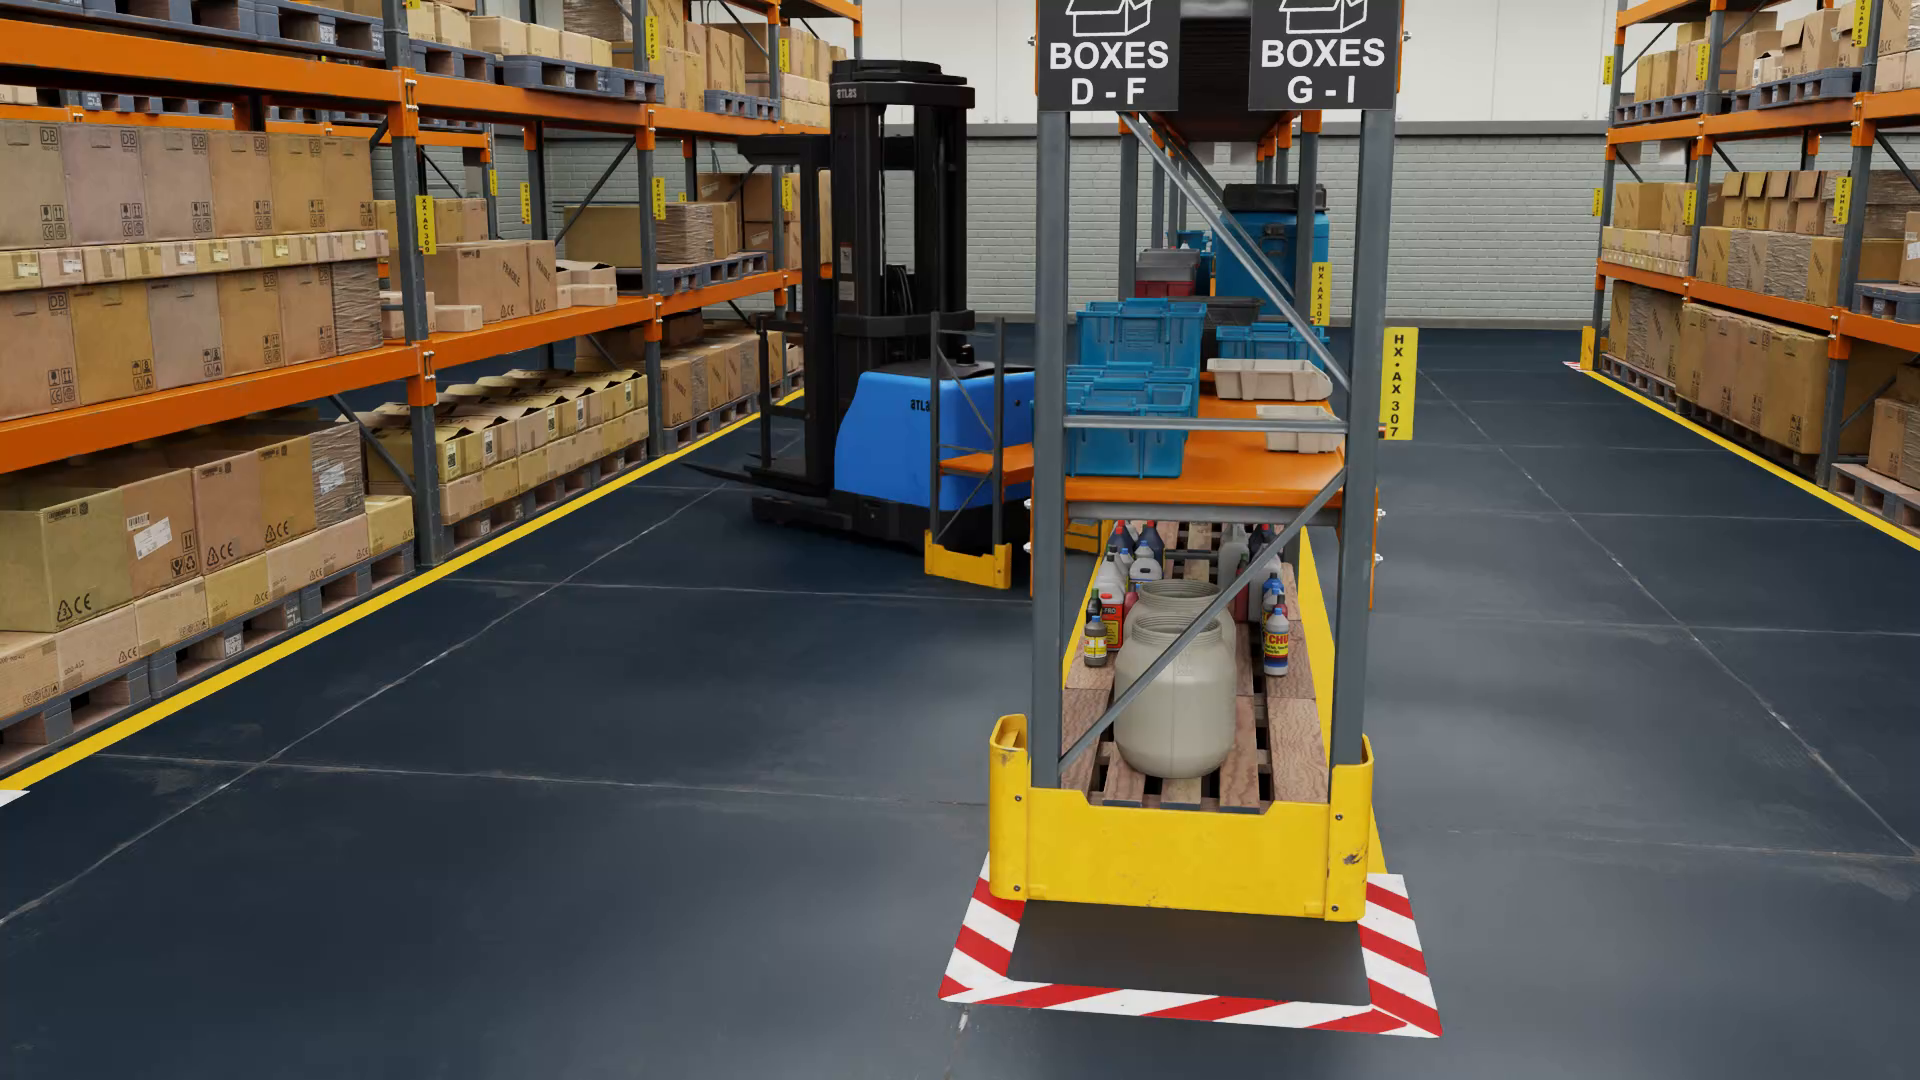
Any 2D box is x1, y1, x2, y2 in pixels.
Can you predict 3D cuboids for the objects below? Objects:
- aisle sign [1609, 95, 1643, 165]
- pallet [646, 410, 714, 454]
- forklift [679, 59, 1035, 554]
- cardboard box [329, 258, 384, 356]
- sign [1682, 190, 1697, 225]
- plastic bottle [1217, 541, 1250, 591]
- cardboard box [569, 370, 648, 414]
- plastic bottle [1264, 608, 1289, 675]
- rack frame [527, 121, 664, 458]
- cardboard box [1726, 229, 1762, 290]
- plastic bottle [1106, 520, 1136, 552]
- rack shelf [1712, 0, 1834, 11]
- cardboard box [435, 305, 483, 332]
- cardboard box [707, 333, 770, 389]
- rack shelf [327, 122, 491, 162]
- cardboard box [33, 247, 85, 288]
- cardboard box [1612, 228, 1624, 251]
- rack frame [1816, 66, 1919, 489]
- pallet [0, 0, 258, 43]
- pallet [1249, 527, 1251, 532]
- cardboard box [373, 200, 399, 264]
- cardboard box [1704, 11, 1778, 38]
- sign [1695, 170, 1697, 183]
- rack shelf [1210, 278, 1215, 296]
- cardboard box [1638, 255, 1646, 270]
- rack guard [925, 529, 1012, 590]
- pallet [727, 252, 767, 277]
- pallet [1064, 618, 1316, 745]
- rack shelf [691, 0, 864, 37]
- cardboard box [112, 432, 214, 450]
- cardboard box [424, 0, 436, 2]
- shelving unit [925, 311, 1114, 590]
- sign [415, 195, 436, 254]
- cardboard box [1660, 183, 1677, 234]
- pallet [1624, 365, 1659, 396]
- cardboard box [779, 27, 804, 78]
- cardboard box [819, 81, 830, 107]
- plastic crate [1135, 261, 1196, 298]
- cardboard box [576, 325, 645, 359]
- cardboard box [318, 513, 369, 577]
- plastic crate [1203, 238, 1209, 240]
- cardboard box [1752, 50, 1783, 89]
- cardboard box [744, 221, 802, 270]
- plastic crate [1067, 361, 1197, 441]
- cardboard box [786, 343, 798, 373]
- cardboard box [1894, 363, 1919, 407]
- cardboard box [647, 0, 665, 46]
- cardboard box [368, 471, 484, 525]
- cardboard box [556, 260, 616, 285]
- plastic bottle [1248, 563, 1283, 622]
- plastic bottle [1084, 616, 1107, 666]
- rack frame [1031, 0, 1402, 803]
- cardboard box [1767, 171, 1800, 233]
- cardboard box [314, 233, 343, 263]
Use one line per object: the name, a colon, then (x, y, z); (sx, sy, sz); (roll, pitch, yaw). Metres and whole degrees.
aisle sign: (7.793, -4.801, 19.481); (0.394, 0.787, 0.004); (2, 12, 9)
pallet: (-2.788, -0.953, 14.415); (1.003, 0.211, 1.213); (2, 12, 9)
forklift: (-0.741, -1.594, 10.935); (1.130, 2.935, 3.031); (-12, 17, -43)
cardboard box: (-3.617, -1.286, 9.102); (0.700, 0.500, 0.500); (2, 12, 7)
sign: (6.914, -3.153, 15.759); (0.100, 0.325, 0.005); (2, 12, 9)
plastic bottle: (1.345, 0.132, 8.182); (0.152, 0.276, 0.135); (2, 12, 9)
cardboard box: (-2.777, -1.180, 13.049); (0.500, 0.311, 0.500); (2, 12, 10)
plastic bottle: (1.310, 0.416, 6.876); (0.097, 0.271, 0.097); (0, 12, 0)
rack frame: (-2.940, -2.162, 13.406); (1.000, 3.000, 0.127); (2, 12, 9)
cardboard box: (6.991, -2.425, 14.390); (0.500, 0.500, 0.500); (2, 12, 7)
plastic bottle: (0.804, 0.066, 8.309); (0.144, 0.351, 0.185); (2, 12, 10)
rack shelf: (7.155, -4.642, 13.331); (1.077, 0.370, 4.000); (2, 12, 9)
cardboard box: (-3.217, -1.385, 10.394); (0.380, 0.149, 0.250); (2, 12, 9)
cardboard box: (-2.202, -1.773, 16.491); (0.500, 0.500, 0.500); (2, 12, 9)
rack shelf: (-6.913, -4.686, 19.703); (1.077, 0.370, 4.000); (2, 12, 9)
cardboard box: (-3.779, -1.097, 6.686); (0.380, 0.149, 0.250); (2, 12, 8)
cardboard box: (7.664, -3.378, 18.699); (0.500, 0.250, 0.500); (2, 12, 8)
rack frame: (6.848, -1.840, 11.913); (1.000, 3.000, 0.127); (2, 12, 9)
pallet: (-3.851, -2.321, 7.233); (1.003, 0.211, 1.213); (2, 12, 9)
pallet: (1.606, -0.224, 11.034); (1.003, 0.211, 1.213); (2, 12, 9)
cardboard box: (-7.003, -3.565, 19.205); (0.980, 0.700, 0.700); (2, 12, 7)
cardboard box: (7.614, -5.005, 16.224); (0.500, 0.250, 0.500); (1, 12, 5)
sign: (8.612, -4.167, 19.399); (0.100, 0.325, 0.005); (2, 12, 9)
rack shelf: (2.261, -2.066, 14.665); (1.077, 0.370, 4.000); (2, 12, 9)
cardboard box: (7.424, -2.945, 17.634); (0.380, 0.149, 0.250); (2, 12, 10)
rack guard: (0.042, 0.105, 9.394); (0.587, 0.250, 0.087); (11, 17, 39)
pallet: (-2.556, -2.738, 16.535); (1.003, 0.211, 1.213); (2, 12, 9)
pallet: (1.009, 0.588, 7.264); (1.003, 0.211, 1.213); (2, 12, 9)
rack shelf: (-2.017, -5.991, 18.646); (1.077, 0.370, 4.000); (2, 12, 9)
cardboard box: (-4.090, -0.263, 8.342); (0.500, 0.500, 0.500); (2, 12, 9)
cardboard box: (-3.421, -3.421, 9.709); (0.500, 0.500, 0.500); (2, 12, 9)
shelving unit: (0.365, -0.587, 9.628); (0.587, 1.500, 1.083); (11, 17, 39)
sign: (-3.007, -1.774, 9.361); (0.100, 0.325, 0.005); (2, 12, 9)
cardboard box: (7.351, -3.320, 16.650); (0.500, 0.500, 0.500); (2, 12, 9)
pallet: (7.842, -1.720, 17.975); (1.003, 0.211, 1.213); (2, 12, 9)
cardboard box: (-2.071, -5.201, 17.775); (0.700, 0.500, 0.500); (2, 12, 9)
cardboard box: (-1.764, -5.037, 18.797); (0.500, 0.250, 0.500); (2, 12, 9)
plastic crate: (1.111, -1.310, 9.301); (0.402, 0.464, 0.583); (2, 12, 9)
cardboard box: (-3.024, -1.736, 14.538); (0.500, 0.250, 0.500); (2, 12, 11)
cardboard box: (-3.497, 0.017, 8.826); (0.500, 0.250, 0.500); (2, 12, 9)
plastic crate: (2.720, -3.436, 19.572); (0.416, 0.233, 0.300); (2, 12, 9)
cardboard box: (7.205, -4.076, 14.380); (0.500, 0.311, 0.500); (1, 12, 7)
cardboard box: (-1.977, -3.141, 17.711); (0.500, 0.500, 0.500); (2, 12, 10)
plastic crate: (0.610, -0.512, 6.101); (0.499, 0.251, 0.408); (2, 12, 9)
cardboard box: (-2.047, -1.976, 17.880); (0.500, 0.311, 0.500); (2, 12, 9)
cardboard box: (6.774, -1.060, 11.399); (0.500, 0.250, 0.500); (2, 12, 11)
cardboard box: (-2.788, -4.363, 13.887); (0.500, 0.500, 0.500); (2, 12, 9)
cardboard box: (-3.248, -0.267, 10.140); (0.500, 0.250, 0.500); (2, 12, 7)
cardboard box: (-3.039, -2.044, 13.071); (0.500, 0.311, 0.500); (3, 12, 12)
plastic bottle: (1.416, 0.232, 7.716); (0.152, 0.276, 0.135); (2, 12, 10)
plastic bottle: (0.573, 0.421, 7.019); (0.097, 0.201, 0.097); (0, 12, 0)
rack frame: (0.723, -0.336, 4.930); (1.000, 3.000, 0.127); (2, 12, 9)
cardboard box: (7.176, -2.807, 13.779); (0.797, 0.503, 0.637); (2, 12, 10)
cardboard box: (-3.463, -1.526, 8.677); (0.380, 0.149, 0.250); (2, 12, 7)
